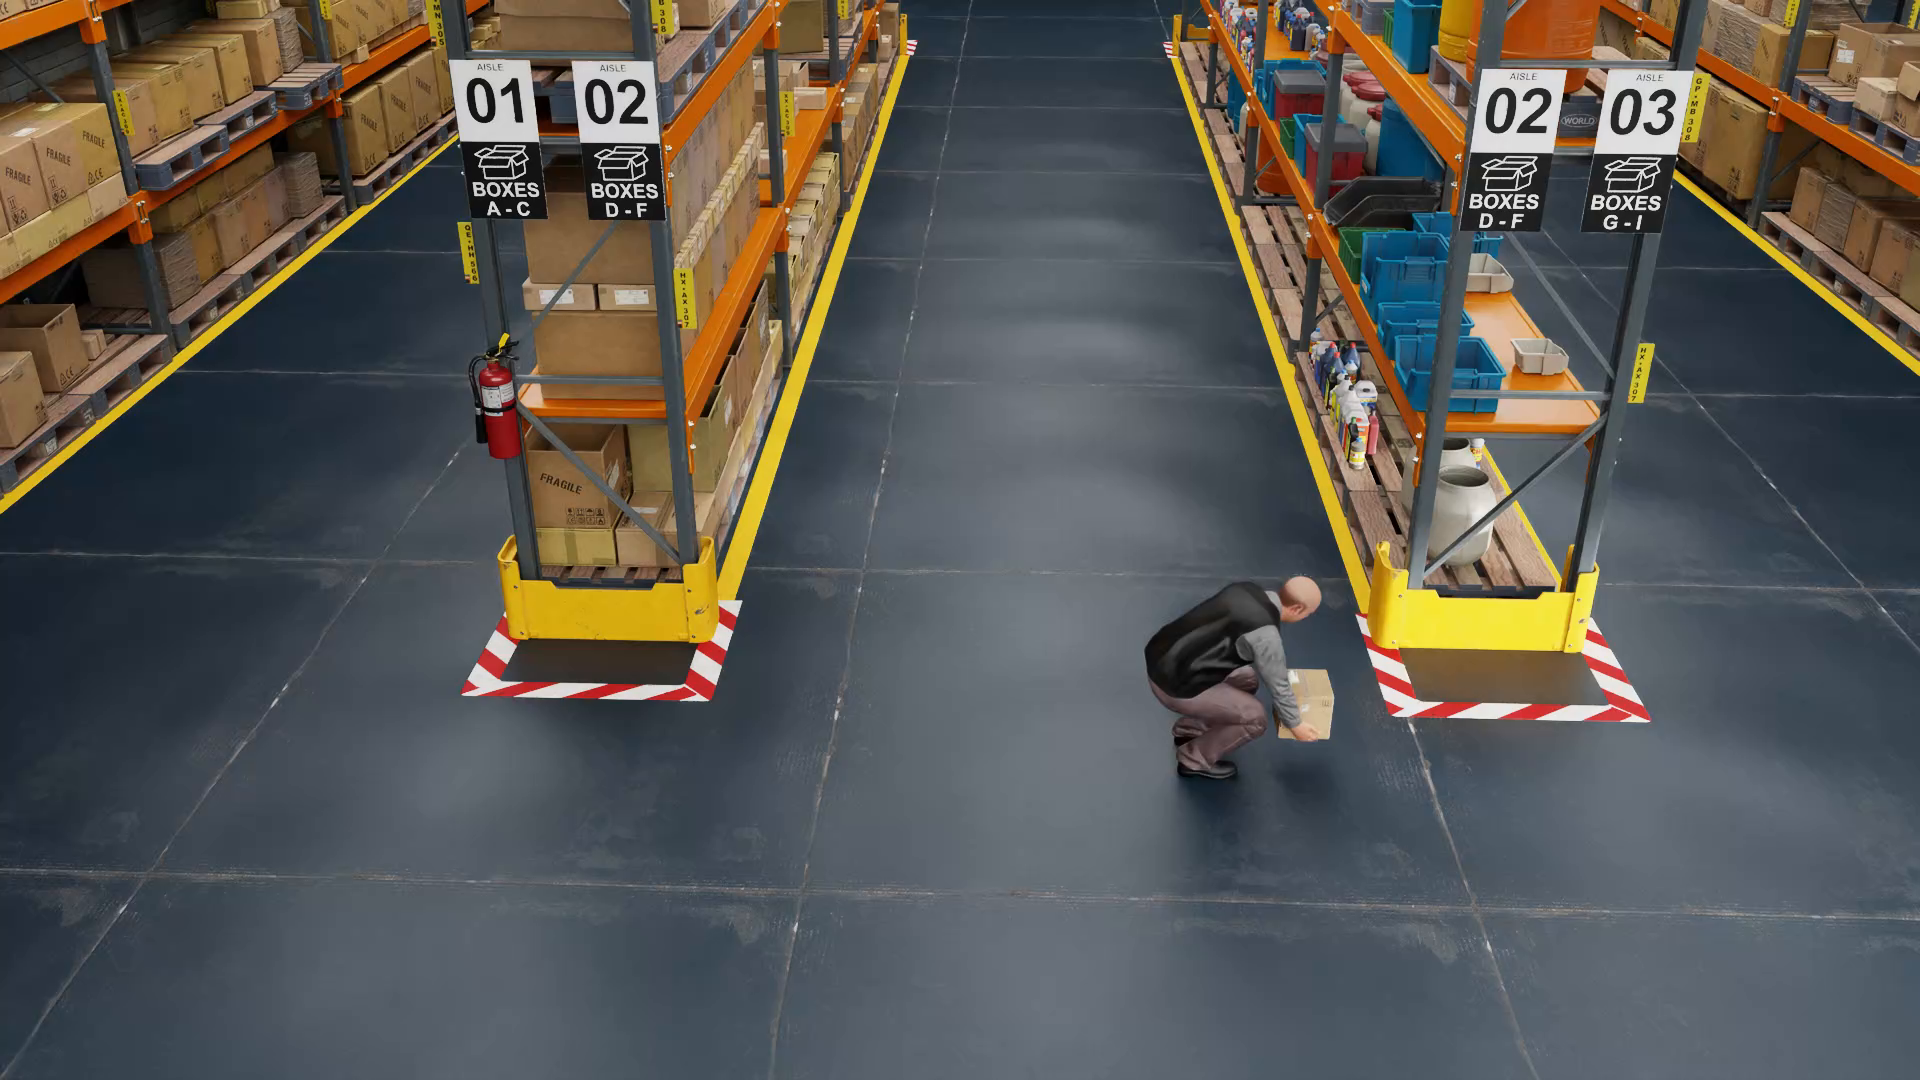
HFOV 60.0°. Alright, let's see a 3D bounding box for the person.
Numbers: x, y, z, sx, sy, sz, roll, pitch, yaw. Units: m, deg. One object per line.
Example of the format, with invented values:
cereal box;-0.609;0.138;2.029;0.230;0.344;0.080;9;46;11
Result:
person;1.341;0.642;8.200;0.861;1.009;0.550;1;28;2
